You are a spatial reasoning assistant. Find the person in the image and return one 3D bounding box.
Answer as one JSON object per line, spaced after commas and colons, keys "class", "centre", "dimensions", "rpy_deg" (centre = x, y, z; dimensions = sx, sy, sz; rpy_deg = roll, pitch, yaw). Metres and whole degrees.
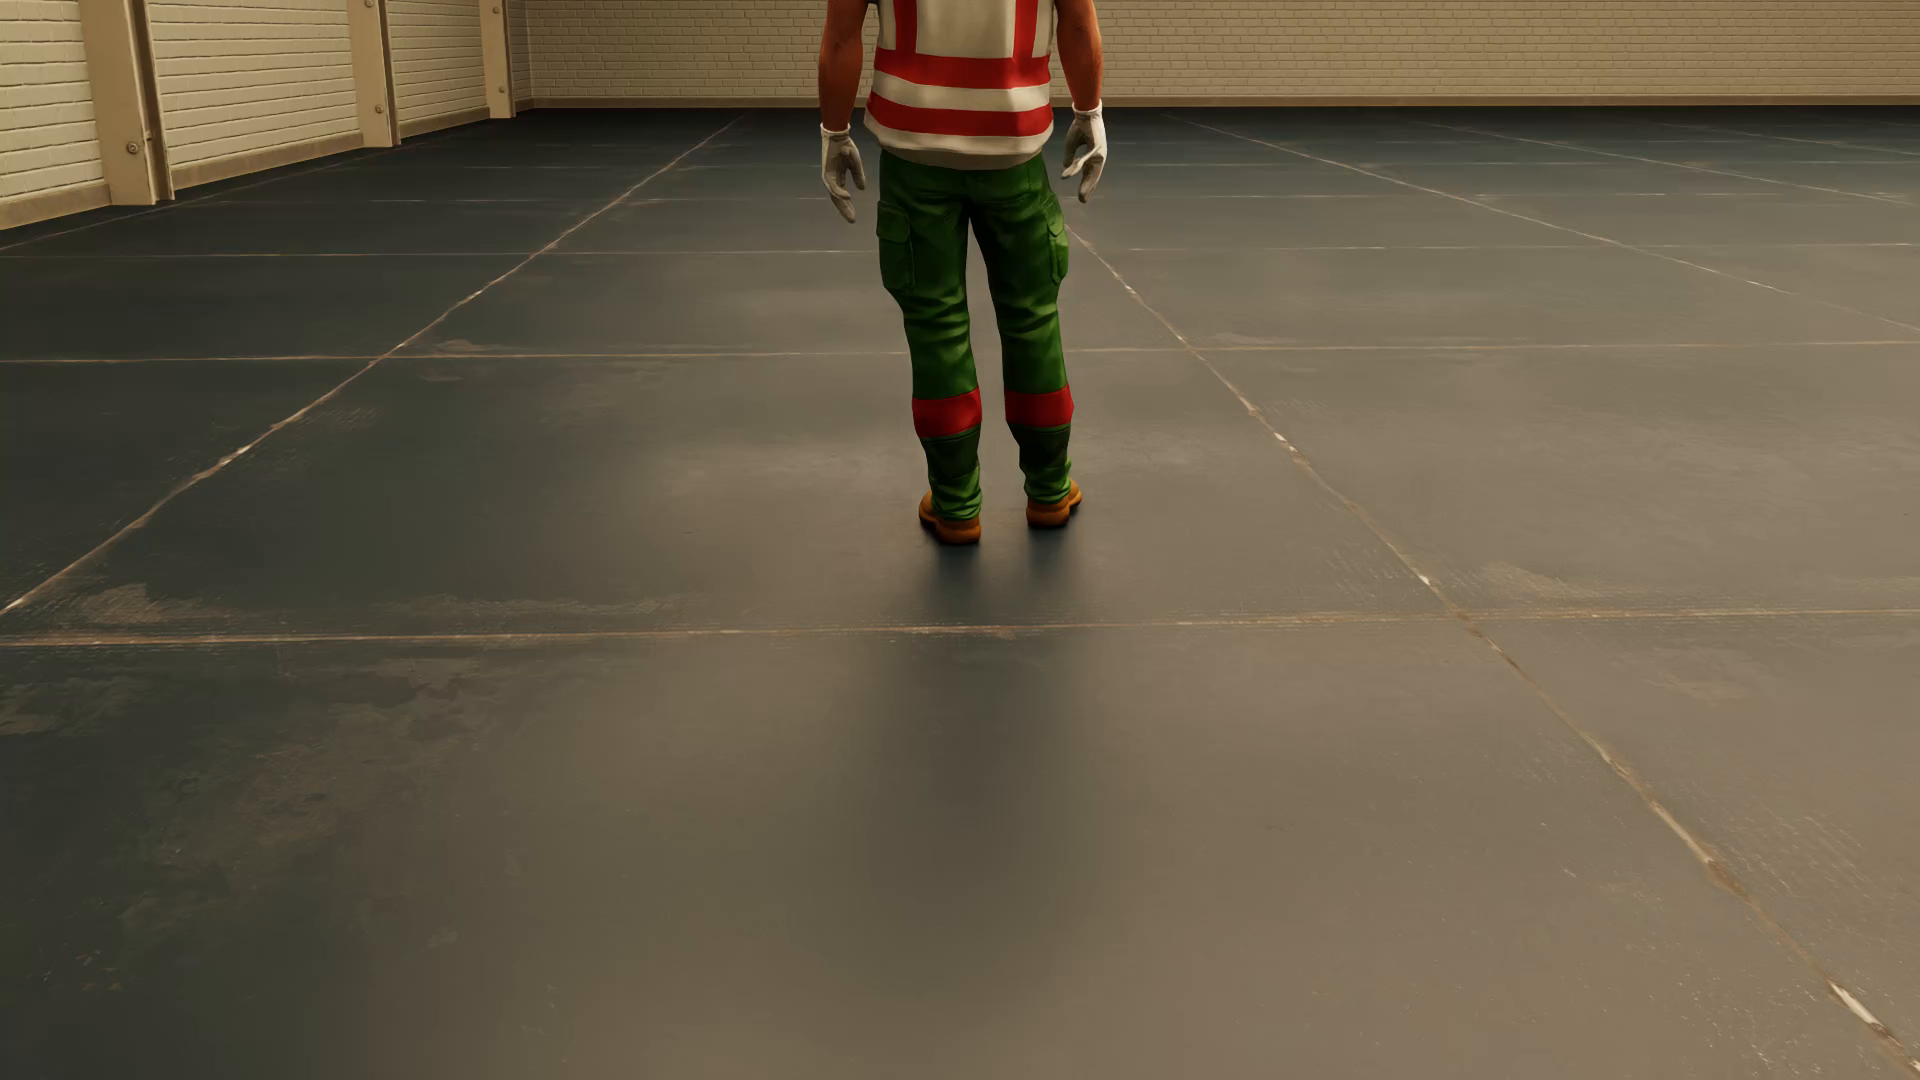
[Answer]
{"class": "person", "centre": [0.008, -0.886, 3.732], "dimensions": [0.637, 1.790, 0.562], "rpy_deg": [-1, 17, -3]}
